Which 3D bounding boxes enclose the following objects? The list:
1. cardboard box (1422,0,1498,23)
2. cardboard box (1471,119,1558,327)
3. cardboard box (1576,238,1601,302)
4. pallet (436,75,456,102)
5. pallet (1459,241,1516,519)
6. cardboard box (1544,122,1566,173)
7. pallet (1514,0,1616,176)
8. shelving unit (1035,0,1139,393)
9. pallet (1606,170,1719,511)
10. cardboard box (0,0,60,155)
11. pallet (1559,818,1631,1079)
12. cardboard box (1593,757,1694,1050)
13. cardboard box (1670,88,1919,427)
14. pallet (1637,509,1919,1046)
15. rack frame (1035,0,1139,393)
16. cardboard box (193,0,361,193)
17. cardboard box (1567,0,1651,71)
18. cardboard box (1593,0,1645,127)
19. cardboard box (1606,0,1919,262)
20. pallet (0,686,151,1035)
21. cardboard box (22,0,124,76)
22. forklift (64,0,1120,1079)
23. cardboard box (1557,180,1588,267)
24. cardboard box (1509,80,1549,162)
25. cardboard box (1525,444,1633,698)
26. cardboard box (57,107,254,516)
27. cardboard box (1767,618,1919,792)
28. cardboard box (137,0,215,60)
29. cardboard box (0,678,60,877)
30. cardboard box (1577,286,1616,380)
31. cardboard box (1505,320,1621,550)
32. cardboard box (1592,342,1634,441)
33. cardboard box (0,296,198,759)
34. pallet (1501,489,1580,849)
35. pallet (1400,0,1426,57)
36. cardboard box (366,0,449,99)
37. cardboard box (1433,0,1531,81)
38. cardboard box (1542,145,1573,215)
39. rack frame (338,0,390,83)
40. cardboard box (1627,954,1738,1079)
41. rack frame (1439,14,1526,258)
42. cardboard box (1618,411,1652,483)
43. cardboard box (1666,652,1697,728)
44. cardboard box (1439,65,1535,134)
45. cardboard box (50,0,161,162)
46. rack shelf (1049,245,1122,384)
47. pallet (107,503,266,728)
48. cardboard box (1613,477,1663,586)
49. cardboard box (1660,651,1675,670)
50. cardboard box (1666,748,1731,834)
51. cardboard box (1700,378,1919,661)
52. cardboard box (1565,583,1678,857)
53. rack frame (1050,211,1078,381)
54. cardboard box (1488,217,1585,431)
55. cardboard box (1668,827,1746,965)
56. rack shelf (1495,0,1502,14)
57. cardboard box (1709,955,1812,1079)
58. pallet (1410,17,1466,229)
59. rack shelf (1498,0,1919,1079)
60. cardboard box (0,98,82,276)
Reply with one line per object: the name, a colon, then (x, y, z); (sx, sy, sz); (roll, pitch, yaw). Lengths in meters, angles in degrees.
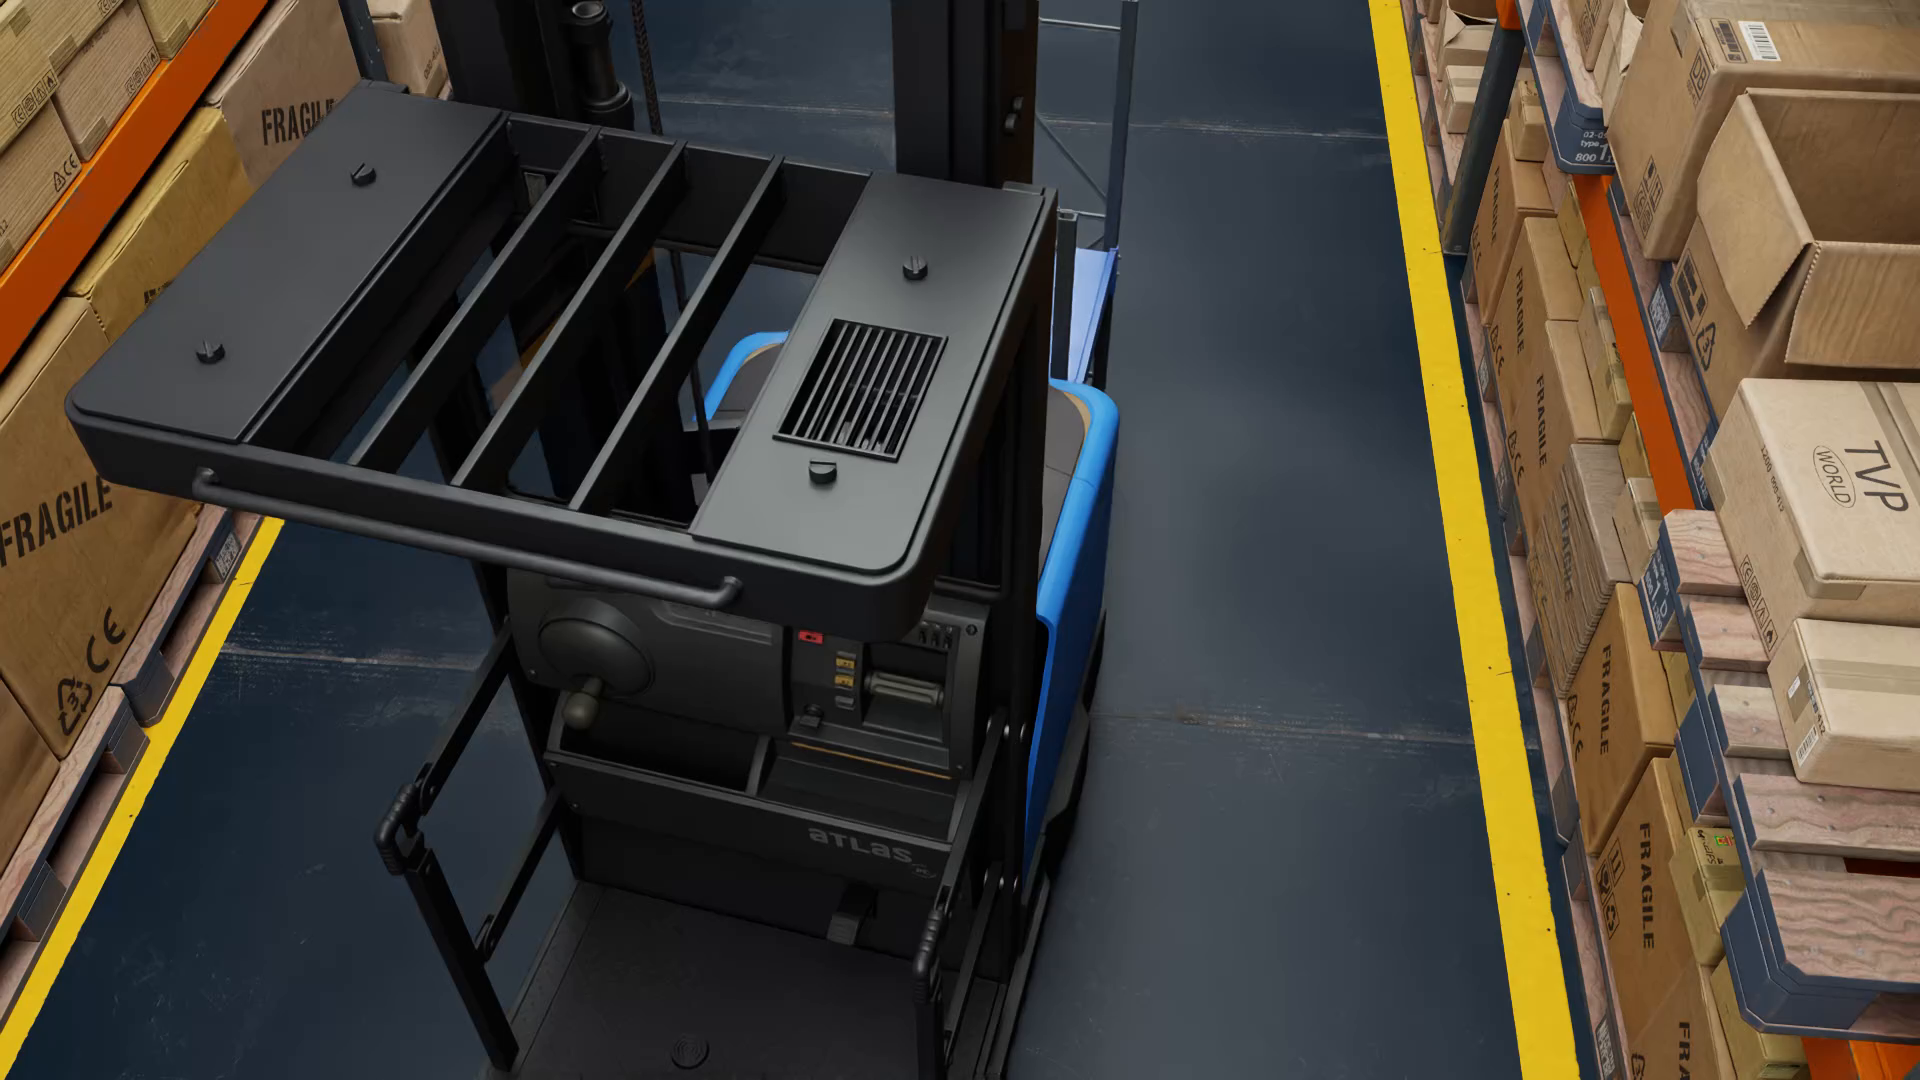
cardboard box: (2.313, -2.492, 6.906); (0.700, 0.500, 0.500); (2, 48, 2)
cardboard box: (2.041, -1.044, 5.581); (0.500, 0.500, 0.500); (6, 48, 5)
cardboard box: (2.040, -0.757, 4.879); (0.380, 0.149, 0.250); (3, 48, 3)
pallet: (-2.487, -2.029, 6.963); (1.003, 0.211, 1.213); (4, 48, 4)
pallet: (2.273, -0.545, 5.605); (1.003, 0.211, 1.213); (4, 48, 4)
cardboard box: (2.036, -1.263, 5.141); (0.380, 0.149, 0.250); (2, 48, 2)
pallet: (2.128, -1.441, 4.666); (1.003, 0.211, 1.213); (4, 48, 4)
shelving unit: (0.140, -0.659, 4.836); (0.538, 1.500, 1.048); (9, 48, 8)
pallet: (2.118, -0.511, 3.815); (1.003, 0.211, 1.213); (4, 48, 4)
cardboard box: (-2.541, -1.068, 3.957); (0.500, 0.250, 0.500); (5, 48, 4)
pallet: (2.051, 1.248, 3.965); (1.003, 0.211, 1.213); (4, 48, 4)
cardboard box: (1.825, 0.863, 3.837); (0.500, 0.500, 0.500); (3, 48, 3)
cardboard box: (1.910, -0.535, 3.352); (0.797, 0.503, 0.637); (3, 48, 3)
pallet: (1.937, 0.415, 2.967); (1.213, 0.211, 1.003); (4, 48, 4)
rack frame: (0.248, -1.025, 5.171); (0.500, 1.500, 0.032); (9, 48, 8)
cardboard box: (-2.611, -1.381, 5.635); (0.875, 0.875, 0.875); (5, 48, 5)
cardboard box: (1.995, -1.540, 4.274); (0.700, 0.500, 0.500); (4, 48, 4)
cardboard box: (1.801, -1.187, 4.110); (0.396, 0.266, 0.258); (6, 48, 5)
cardboard box: (1.924, -0.964, 3.746); (0.700, 0.500, 0.500); (4, 48, 3)
pallet: (-2.851, 0.889, 4.294); (1.003, 0.211, 1.213); (4, 48, 4)
cardboard box: (-2.511, -1.446, 4.303); (0.500, 0.250, 0.500); (5, 48, 4)
forklift: (-0.464, 0.316, 2.975); (1.130, 2.935, 3.031); (11, 49, 10)
cardboard box: (2.052, -0.959, 5.064); (0.380, 0.149, 0.250); (2, 48, 2)
cardboard box: (2.012, -1.357, 5.428); (0.380, 0.149, 0.250); (6, 48, 5)
cardboard box: (1.899, 0.095, 4.539); (0.500, 0.500, 0.500); (2, 48, 2)
cardboard box: (-2.685, -0.716, 5.028); (0.875, 0.875, 0.875); (5, 48, 5)
cardboard box: (1.623, 0.288, 2.839); (0.380, 0.149, 0.250); (5, 48, 4)
cardboard box: (-2.471, -1.646, 4.824); (0.500, 0.250, 0.500); (3, 48, 3)
cardboard box: (-2.853, 0.596, 3.828); (0.875, 0.875, 0.875); (3, 48, 3)
cardboard box: (1.980, -0.576, 4.714); (0.380, 0.149, 0.250); (4, 48, 3)
cardboard box: (1.953, -0.285, 4.888); (0.500, 0.500, 0.500); (3, 48, 2)
cardboard box: (1.955, -0.394, 4.547); (0.380, 0.149, 0.250); (5, 48, 5)
cardboard box: (-2.767, -0.059, 4.427); (0.875, 0.875, 0.875); (4, 48, 4)
pallet: (2.164, 0.354, 4.783); (1.003, 0.211, 1.213); (4, 48, 4)
pallet: (2.482, -2.548, 7.438); (1.003, 0.211, 1.213); (4, 48, 4)
cardboard box: (-2.470, -2.148, 6.634); (0.875, 0.438, 0.875); (3, 48, 3)
cardboard box: (2.100, -1.996, 6.611); (0.396, 0.266, 0.258); (5, 48, 5)
cardboard box: (2.064, -1.149, 5.237); (0.380, 0.149, 0.250); (3, 48, 2)
rack frame: (-2.634, -2.417, 5.428); (1.000, 3.000, 0.127); (4, 48, 4)
cardboard box: (1.769, 1.230, 3.502); (0.500, 0.500, 0.500); (5, 48, 5)
rack frame: (2.310, -2.086, 5.125); (1.000, 3.000, 0.127); (4, 48, 4)
cardboard box: (1.960, -0.193, 4.364); (0.380, 0.149, 0.250); (4, 48, 4)
cardboard box: (1.869, 0.372, 3.847); (0.380, 0.149, 0.250); (5, 48, 5)
cardboard box: (2.068, -1.695, 6.415); (0.380, 0.149, 0.250); (3, 48, 2)
cardboard box: (-2.536, -1.276, 4.486); (0.500, 0.250, 0.500); (3, 48, 2)
rack shelf: (0.140, -0.537, 4.969); (0.538, 0.185, 1.000); (9, 48, 8)
pallet: (-2.738, -0.005, 5.111); (1.003, 0.211, 1.213); (4, 48, 4)
cardboard box: (1.887, -0.016, 4.202); (0.380, 0.149, 0.250); (2, 48, 2)
cardboard box: (1.891, 0.189, 4.014); (0.380, 0.149, 0.250); (3, 48, 3)
cardboard box: (1.800, 0.563, 3.672); (0.380, 0.149, 0.250); (2, 48, 2)
cardboard box: (1.719, -0.035, 3.066); (0.500, 0.250, 0.500); (2, 48, 2)
cardboard box: (1.871, 0.478, 4.189); (0.500, 0.500, 0.500); (6, 48, 5)
rack frame: (0.031, -0.292, 4.501); (0.500, 1.500, 0.032); (9, 48, 8)
cardboard box: (2.003, -0.652, 5.223); (0.500, 0.500, 0.500); (3, 48, 3)
cardboard box: (1.732, 0.754, 3.498); (0.380, 0.149, 0.250); (2, 48, 2)
rack shelf: (2.492, -3.313, 6.735); (1.077, 0.370, 4.000); (4, 48, 4)
cardboard box: (1.738, 0.956, 3.312); (0.380, 0.149, 0.250); (2, 48, 2)
pallet: (2.373, -1.649, 6.616); (1.003, 0.211, 1.213); (4, 48, 4)
rack shelf: (2.127, -0.373, 4.046); (1.077, 0.370, 4.000); (4, 48, 4)
cardboard box: (-2.579, -0.896, 4.139); (0.500, 0.250, 0.500); (4, 48, 4)
